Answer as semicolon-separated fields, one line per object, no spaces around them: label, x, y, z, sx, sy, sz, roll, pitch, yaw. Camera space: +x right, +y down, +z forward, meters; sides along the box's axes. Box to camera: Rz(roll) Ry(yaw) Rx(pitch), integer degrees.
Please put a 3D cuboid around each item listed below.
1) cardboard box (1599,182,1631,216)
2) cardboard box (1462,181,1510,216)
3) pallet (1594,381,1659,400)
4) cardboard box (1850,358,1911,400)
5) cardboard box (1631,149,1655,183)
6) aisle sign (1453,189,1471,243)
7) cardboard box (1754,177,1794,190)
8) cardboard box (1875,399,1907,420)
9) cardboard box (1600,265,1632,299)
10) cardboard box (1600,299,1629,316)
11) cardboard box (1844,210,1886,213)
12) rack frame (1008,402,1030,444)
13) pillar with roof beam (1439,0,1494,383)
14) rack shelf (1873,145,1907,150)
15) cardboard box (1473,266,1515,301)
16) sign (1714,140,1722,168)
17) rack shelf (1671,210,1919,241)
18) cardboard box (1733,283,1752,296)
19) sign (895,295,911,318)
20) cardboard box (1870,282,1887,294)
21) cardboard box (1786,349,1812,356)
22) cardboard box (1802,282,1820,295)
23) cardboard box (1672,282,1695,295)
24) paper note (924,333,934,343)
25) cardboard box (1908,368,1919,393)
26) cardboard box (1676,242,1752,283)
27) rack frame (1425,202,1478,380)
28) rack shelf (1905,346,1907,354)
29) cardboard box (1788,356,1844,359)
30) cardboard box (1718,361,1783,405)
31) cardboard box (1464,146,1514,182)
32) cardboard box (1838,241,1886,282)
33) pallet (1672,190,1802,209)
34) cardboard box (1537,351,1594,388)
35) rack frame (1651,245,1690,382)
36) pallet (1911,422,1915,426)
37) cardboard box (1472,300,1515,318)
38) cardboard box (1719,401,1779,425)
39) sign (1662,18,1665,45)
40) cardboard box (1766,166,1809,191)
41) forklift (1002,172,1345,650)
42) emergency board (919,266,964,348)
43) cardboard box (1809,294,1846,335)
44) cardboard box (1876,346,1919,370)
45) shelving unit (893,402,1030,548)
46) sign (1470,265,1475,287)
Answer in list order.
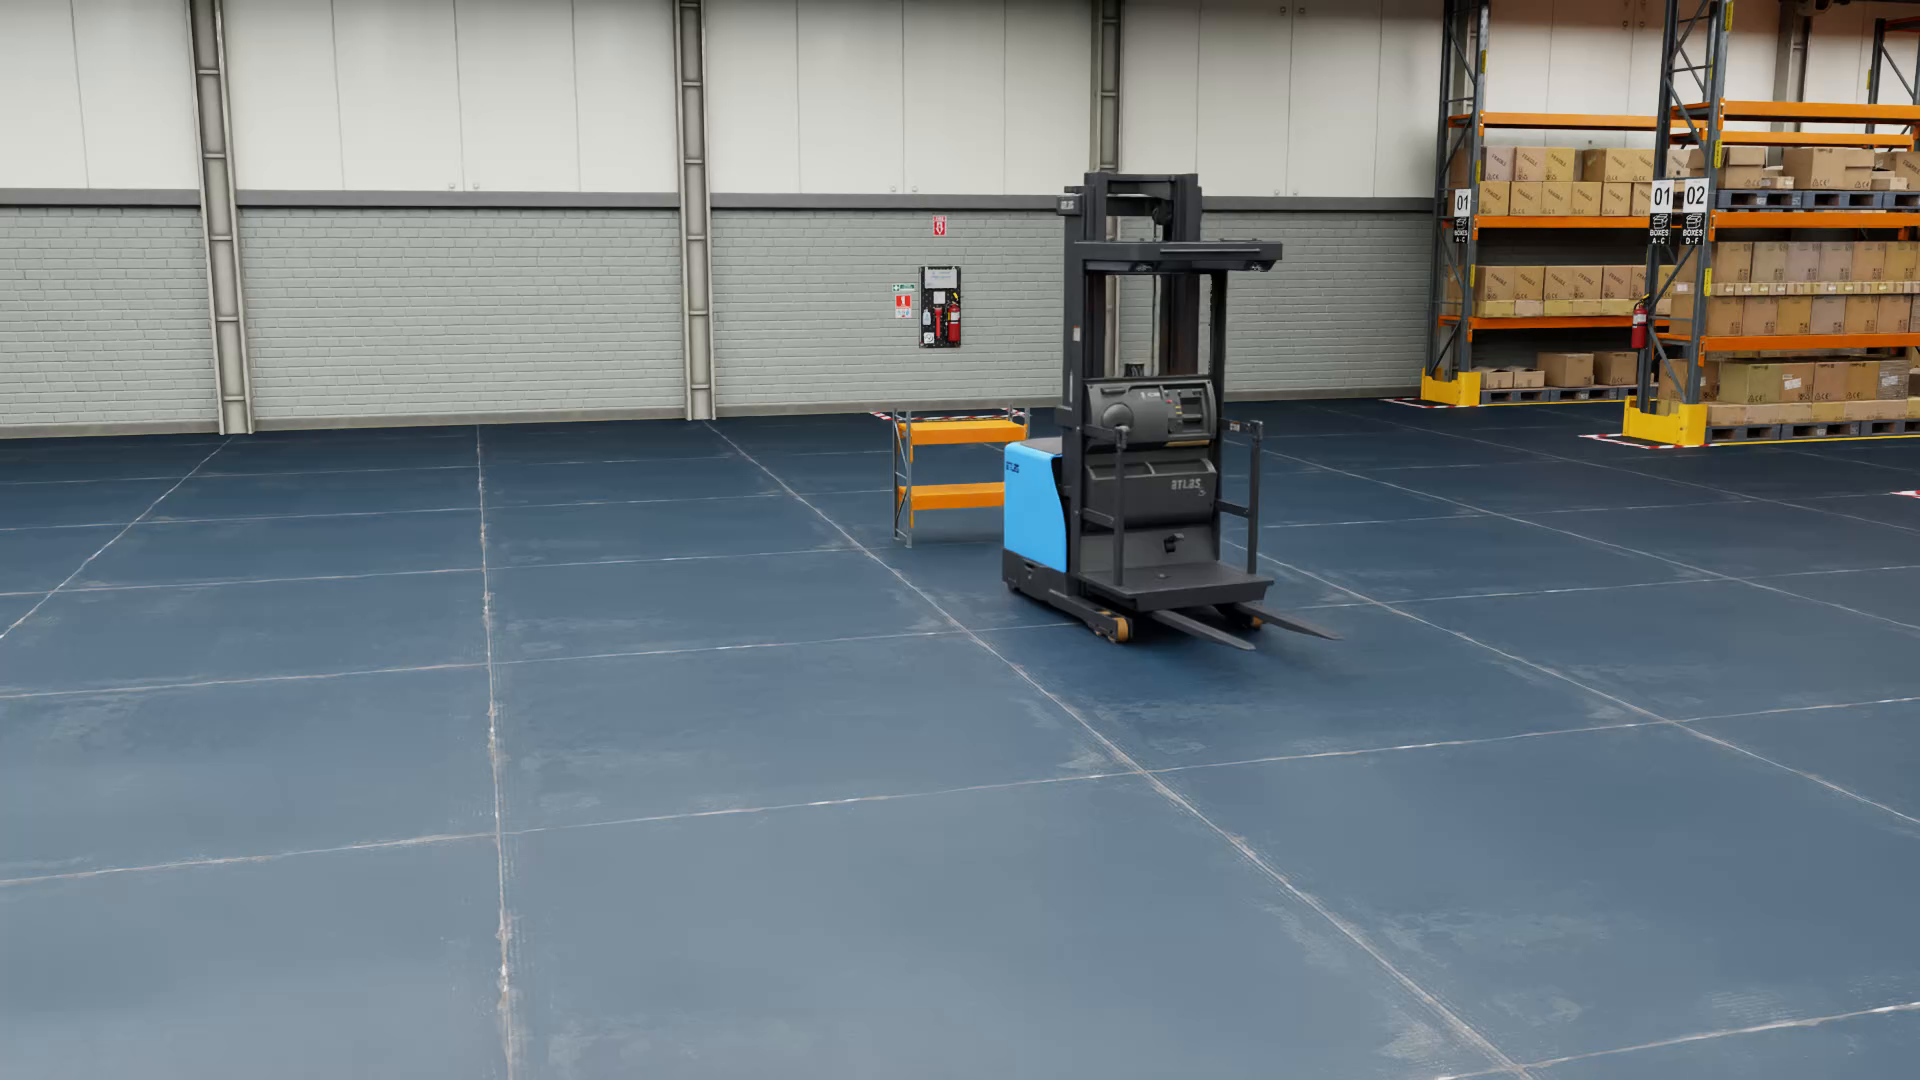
cardboard box;9.871;-5.206;25.424;0.500;0.500;0.500;-3;11;-18
cardboard box;7.848;-5.104;24.868;0.500;0.500;0.500;-3;11;-14
pallet;10.663;-2.387;26.428;1.213;0.211;1.003;-3;11;-16
cardboard box;11.818;-2.076;21.400;0.500;0.500;0.500;-3;11;-16
cardboard box;10.366;-5.722;25.466;0.500;0.500;0.500;-2;11;-13
aisle sign;7.472;-4.819;24.756;0.004;0.787;0.394;-3;11;-16
cardboard box;10.024;-4.391;20.475;0.250;0.149;0.380;-3;11;-16
cardboard box;11.819;-1.707;21.466;0.500;0.250;0.500;-3;11;-16
cardboard box;9.966;-3.976;25.645;0.500;0.500;0.500;-3;11;-18
cardboard box;9.968;-3.606;25.707;0.500;0.250;0.500;-3;11;-16
cardboard box;14.522;-5.359;26.775;0.500;0.311;0.500;-3;11;-16
rack frame;0.495;-0.579;14.086;0.032;1.125;0.500;-3;11;-16
pillar with roof beam;9.091;-5.984;21.695;0.548;9.000;9.100;-3;11;-16
rack shelf;17.059;-6.502;27.601;4.000;0.370;1.077;-3;11;-16
cardboard box;7.999;-3.873;25.086;0.500;0.500;0.500;-3;11;-16
sign;8.995;-4.582;19.734;0.005;0.325;0.100;-3;11;-16
rack shelf;10.766;-3.958;20.961;4.000;0.370;1.077;-3;11;-16
cardboard box;9.535;-3.099;20.530;0.250;0.149;0.380;-3;11;-17
sign;-0.817;-3.367;23.953;0.234;0.329;0.001;-3;11;-16
cardboard box;11.507;-3.203;21.095;0.250;0.149;0.380;-3;11;-16
cardboard box;13.465;-2.906;27.238;0.500;0.500;0.700;-3;11;-16
cardboard box;10.518;-3.151;20.810;0.250;0.149;0.380;-3;11;-17
cardboard box;9.159;-3.156;20.835;0.250;0.149;0.380;-3;11;-17
paper note;-0.446;-2.929;24.107;0.142;0.148;0.016;-3;11;-16
cardboard box;12.995;-2.138;22.260;0.500;0.311;0.500;-3;11;-16
cardboard box;9.348;-3.446;20.622;0.500;0.500;0.700;-3;11;-16
rack frame;7.457;-3.596;25.294;0.127;3.000;1.000;-3;11;-16
rack shelf;14.606;-2.685;22.332;4.000;0.370;1.077;-3;11;-16
cardboard box;11.193;-2.141;21.754;0.500;0.500;0.500;-3;11;-16
cardboard box;9.902;-1.972;20.837;0.500;0.500;0.500;-3;11;-16
cardboard box;7.895;-5.599;24.798;0.500;0.500;0.500;-4;11;-20
cardboard box;11.296;-3.550;21.186;0.500;0.500;0.700;-3;11;-16
pallet;9.531;-4.198;20.524;1.213;0.211;1.003;-3;11;-16
cardboard box;9.412;-2.660;25.897;0.500;0.500;0.700;-4;11;-20
rack frame;11.298;-3.798;26.394;0.127;3.000;1.000;-3;11;-16
pallet;13.382;-1.610;22.209;1.213;0.211;1.003;-3;11;-16
cardboard box;8.014;-3.501;25.141;0.500;0.250;0.500;-3;11;-18
cardboard box;9.901;-1.604;20.907;0.500;0.250;0.500;-3;11;-16
sign;8.707;-6.279;20.499;0.005;0.325;0.100;-3;11;-16
cardboard box;10.411;-4.574;21.022;0.500;0.311;0.500;-2;11;-9
forklift;1.346;-0.877;10.714;1.130;2.935;3.031;-4;11;-23
emergency board;-0.257;-3.360;24.011;0.643;1.169;0.194;-3;11;-16
cardboard box;10.783;-2.884;21.153;0.500;0.500;0.700;-3;11;-14
cardboard box;15.881;-3.164;27.728;0.750;0.750;0.750;-3;11;-17
shelving unit;0.006;-0.554;13.947;1.048;1.125;0.538;-3;11;-16
sign;7.609;-3.927;24.704;0.005;0.325;0.100;-3;11;-16
